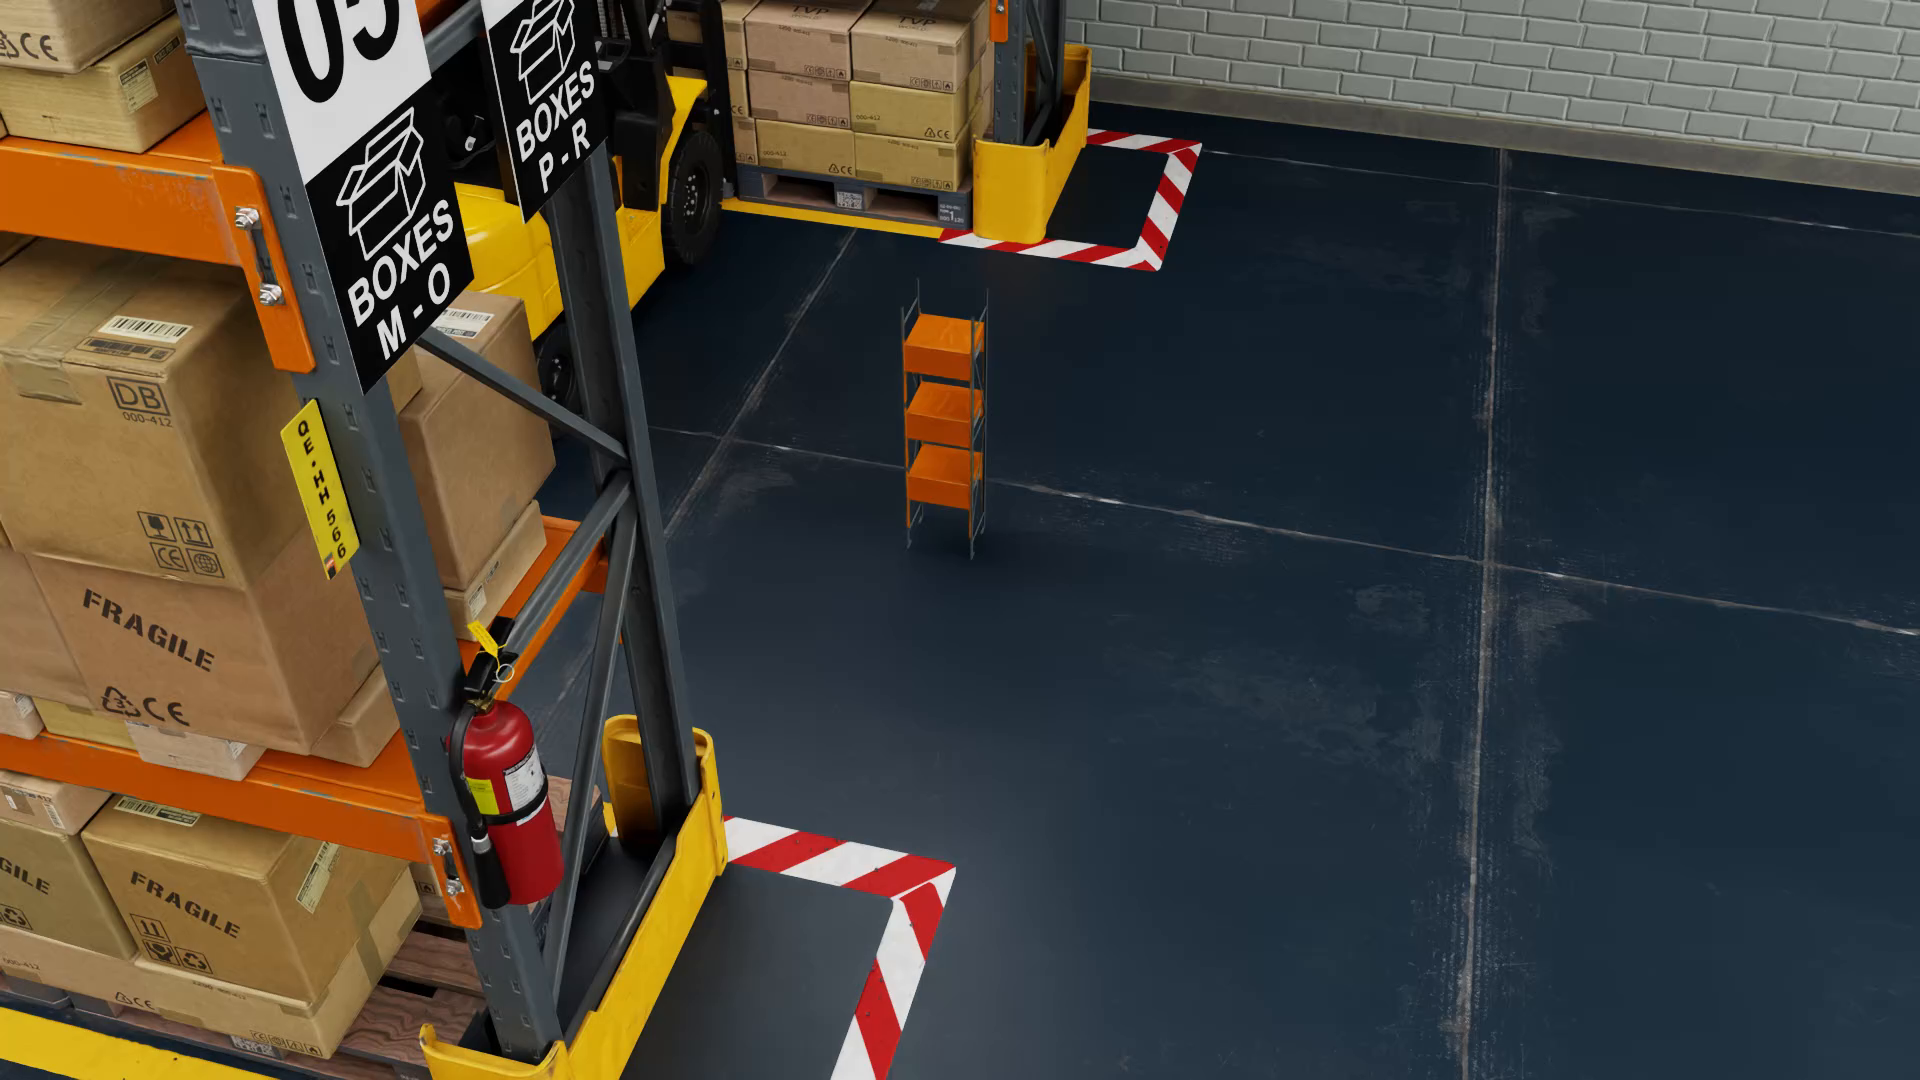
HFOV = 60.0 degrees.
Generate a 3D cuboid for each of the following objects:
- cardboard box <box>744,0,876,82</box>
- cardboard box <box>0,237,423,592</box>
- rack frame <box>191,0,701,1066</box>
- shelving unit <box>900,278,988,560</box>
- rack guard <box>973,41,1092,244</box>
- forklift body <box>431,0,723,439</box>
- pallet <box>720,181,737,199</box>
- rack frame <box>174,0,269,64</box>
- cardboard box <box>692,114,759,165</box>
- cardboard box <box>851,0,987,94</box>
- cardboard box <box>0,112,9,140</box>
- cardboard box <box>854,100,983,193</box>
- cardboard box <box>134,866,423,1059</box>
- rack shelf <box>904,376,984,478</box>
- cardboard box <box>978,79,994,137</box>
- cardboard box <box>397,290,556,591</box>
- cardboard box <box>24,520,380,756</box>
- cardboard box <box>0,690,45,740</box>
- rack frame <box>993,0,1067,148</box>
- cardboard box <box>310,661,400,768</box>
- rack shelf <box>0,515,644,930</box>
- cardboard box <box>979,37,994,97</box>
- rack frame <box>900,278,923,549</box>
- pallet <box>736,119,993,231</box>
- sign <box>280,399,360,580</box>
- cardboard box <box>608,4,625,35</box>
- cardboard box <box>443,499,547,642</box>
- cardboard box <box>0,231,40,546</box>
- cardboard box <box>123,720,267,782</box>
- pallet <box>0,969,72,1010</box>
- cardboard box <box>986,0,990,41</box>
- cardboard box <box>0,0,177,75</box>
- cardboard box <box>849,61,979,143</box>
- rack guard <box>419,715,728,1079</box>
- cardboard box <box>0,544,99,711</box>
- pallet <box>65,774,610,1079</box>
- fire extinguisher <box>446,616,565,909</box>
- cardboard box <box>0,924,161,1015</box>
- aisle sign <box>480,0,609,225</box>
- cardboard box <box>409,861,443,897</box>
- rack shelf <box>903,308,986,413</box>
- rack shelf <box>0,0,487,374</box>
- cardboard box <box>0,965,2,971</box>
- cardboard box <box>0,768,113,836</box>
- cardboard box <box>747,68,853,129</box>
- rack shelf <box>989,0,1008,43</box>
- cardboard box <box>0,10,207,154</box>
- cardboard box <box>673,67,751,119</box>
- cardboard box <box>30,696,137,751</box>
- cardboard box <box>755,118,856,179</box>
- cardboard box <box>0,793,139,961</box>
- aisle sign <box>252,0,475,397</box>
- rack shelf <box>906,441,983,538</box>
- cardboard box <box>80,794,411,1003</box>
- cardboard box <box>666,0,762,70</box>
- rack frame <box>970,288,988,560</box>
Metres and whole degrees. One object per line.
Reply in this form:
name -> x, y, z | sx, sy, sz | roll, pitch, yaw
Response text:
cardboard box -> -0.679, -2.399, 7.809 | 0.500, 0.250, 0.500 | 10, 41, 12
cardboard box -> -1.488, -0.345, 3.241 | 0.500, 0.500, 0.700 | 9, 41, 10
rack frame -> -0.939, 0.140, 3.751 | 0.127, 3.000, 1.000 | 10, 41, 11
shelving unit -> -0.052, -0.411, 5.923 | 0.252, 1.050, 0.215 | 10, 41, 11
rack guard -> 0.364, -1.983, 8.223 | 0.348, 0.500, 1.175 | 10, 41, 11
forklift body -> -1.962, -1.801, 6.722 | 1.214, 2.155, 2.313 | 10, 41, 11
pallet -> -1.583, -2.182, 8.684 | 1.213, 0.211, 1.003 | 10, 41, 11
rack frame -> -0.939, -2.157, 1.822 | 0.127, 3.000, 1.000 | 10, 41, 11
cardboard box -> -1.153, -2.112, 8.243 | 0.500, 0.250, 0.500 | 10, 41, 12
cardboard box -> -0.185, -2.318, 7.712 | 0.500, 0.250, 0.500 | 11, 41, 13
cardboard box -> -1.604, -0.819, 2.756 | 0.250, 0.149, 0.380 | 10, 41, 12
cardboard box -> -0.195, -1.934, 8.032 | 0.500, 0.250, 0.500 | 10, 41, 12
cardboard box -> -1.812, 1.061, 4.466 | 0.500, 0.250, 0.500 | 10, 41, 11
rack shelf -> -0.052, -0.403, 5.930 | 0.240, 0.259, 0.215 | 10, 41, 11
cardboard box -> -0.083, -2.256, 8.415 | 0.500, 0.250, 0.500 | 10, 41, 12
cardboard box -> -1.324, -0.263, 3.922 | 0.500, 0.500, 0.500 | 9, 41, 11
cardboard box -> -1.534, 0.069, 3.527 | 0.500, 0.500, 0.500 | 9, 41, 11
cardboard box -> -2.127, 0.254, 3.811 | 0.250, 0.149, 0.380 | 10, 41, 12
rack frame -> 0.341, -2.945, 7.424 | 0.127, 3.000, 1.000 | 10, 41, 11
cardboard box -> -1.355, 0.307, 3.748 | 0.250, 0.149, 0.380 | 11, 41, 13
rack shelf -> -2.871, 0.083, 4.378 | 4.000, 0.370, 1.077 | 10, 41, 11
cardboard box -> -0.060, -2.451, 8.259 | 0.500, 0.250, 0.500 | 10, 41, 12
rack frame -> -0.170, -0.431, 5.947 | 0.008, 1.050, 0.200 | 10, 41, 11
pallet -> -0.409, -1.978, 8.441 | 1.213, 0.211, 1.003 | 10, 41, 11
sign -> -1.101, -0.083, 2.871 | 0.005, 0.325, 0.100 | 10, 41, 11
cardboard box -> -1.657, -2.566, 8.007 | 0.500, 0.250, 0.500 | 9, 41, 11
cardboard box -> -1.213, 0.051, 4.052 | 0.250, 0.149, 0.380 | 10, 41, 12
cardboard box -> -1.975, -0.433, 3.347 | 0.500, 0.500, 0.700 | 10, 41, 12
cardboard box -> -1.628, 0.334, 3.716 | 0.250, 0.149, 0.380 | 9, 41, 11
pallet -> -2.962, 0.834, 5.093 | 1.213, 0.211, 1.003 | 10, 41, 11
cardboard box -> -0.074, -2.633, 8.087 | 0.500, 0.250, 0.500 | 9, 41, 11
cardboard box -> -1.502, -0.983, 2.641 | 0.500, 0.250, 0.500 | 9, 41, 11
cardboard box -> -0.210, -2.131, 7.877 | 0.500, 0.250, 0.500 | 9, 41, 11
rack guard -> -1.012, 1.084, 4.570 | 0.348, 0.500, 1.175 | 10, 41, 11
cardboard box -> -2.017, -0.018, 3.629 | 0.500, 0.500, 0.500 | 10, 41, 12
pallet -> -1.788, 1.038, 4.850 | 1.213, 0.211, 1.003 | 10, 41, 11
fire extinguisher -> -0.947, 0.475, 3.412 | 0.183, 0.674, 0.296 | 10, 41, 11
cardboard box -> -2.287, 0.974, 4.570 | 0.500, 0.250, 0.500 | 10, 41, 12
aisle sign -> -0.799, -1.038, 3.132 | 0.004, 0.787, 0.394 | 10, 41, 11
cardboard box -> -1.646, 0.726, 4.865 | 0.500, 0.250, 0.500 | 9, 41, 11
rack shelf -> -0.052, -0.620, 5.747 | 0.240, 0.259, 0.215 | 10, 41, 11
rack shelf -> -2.871, -1.066, 3.414 | 4.000, 0.370, 1.077 | 10, 41, 11
cardboard box -> -2.794, 0.890, 4.669 | 0.500, 0.250, 0.500 | 8, 41, 10
cardboard box -> -2.152, 0.506, 4.039 | 0.250, 0.149, 0.380 | 11, 41, 13
cardboard box -> -0.692, -2.221, 7.985 | 0.500, 0.250, 0.500 | 9, 41, 11
rack shelf -> -1.591, -3.002, 8.051 | 4.000, 0.370, 1.077 | 10, 41, 11
cardboard box -> -1.356, -0.798, 2.731 | 0.250, 0.149, 0.380 | 10, 41, 12
cardboard box -> -1.196, -2.293, 8.071 | 0.500, 0.250, 0.500 | 9, 41, 10
cardboard box -> -1.871, 0.278, 3.782 | 0.250, 0.149, 0.380 | 9, 41, 11
cardboard box -> -0.673, -2.023, 8.138 | 0.500, 0.250, 0.500 | 10, 41, 11
cardboard box -> -2.285, 0.689, 4.326 | 0.500, 0.500, 0.500 | 11, 41, 13
aisle sign -> -0.954, -0.665, 2.688 | 0.004, 0.787, 0.394 | 10, 41, 11
rack shelf -> -0.052, -0.190, 6.108 | 0.240, 0.259, 0.215 | 10, 41, 11
cardboard box -> -1.780, 0.774, 4.225 | 0.500, 0.500, 0.500 | 10, 41, 12
cardboard box -> -1.169, -2.477, 7.901 | 0.500, 0.250, 0.500 | 10, 41, 12
rack frame -> 0.066, -0.391, 5.899 | 0.008, 1.050, 0.200 | 10, 41, 11
